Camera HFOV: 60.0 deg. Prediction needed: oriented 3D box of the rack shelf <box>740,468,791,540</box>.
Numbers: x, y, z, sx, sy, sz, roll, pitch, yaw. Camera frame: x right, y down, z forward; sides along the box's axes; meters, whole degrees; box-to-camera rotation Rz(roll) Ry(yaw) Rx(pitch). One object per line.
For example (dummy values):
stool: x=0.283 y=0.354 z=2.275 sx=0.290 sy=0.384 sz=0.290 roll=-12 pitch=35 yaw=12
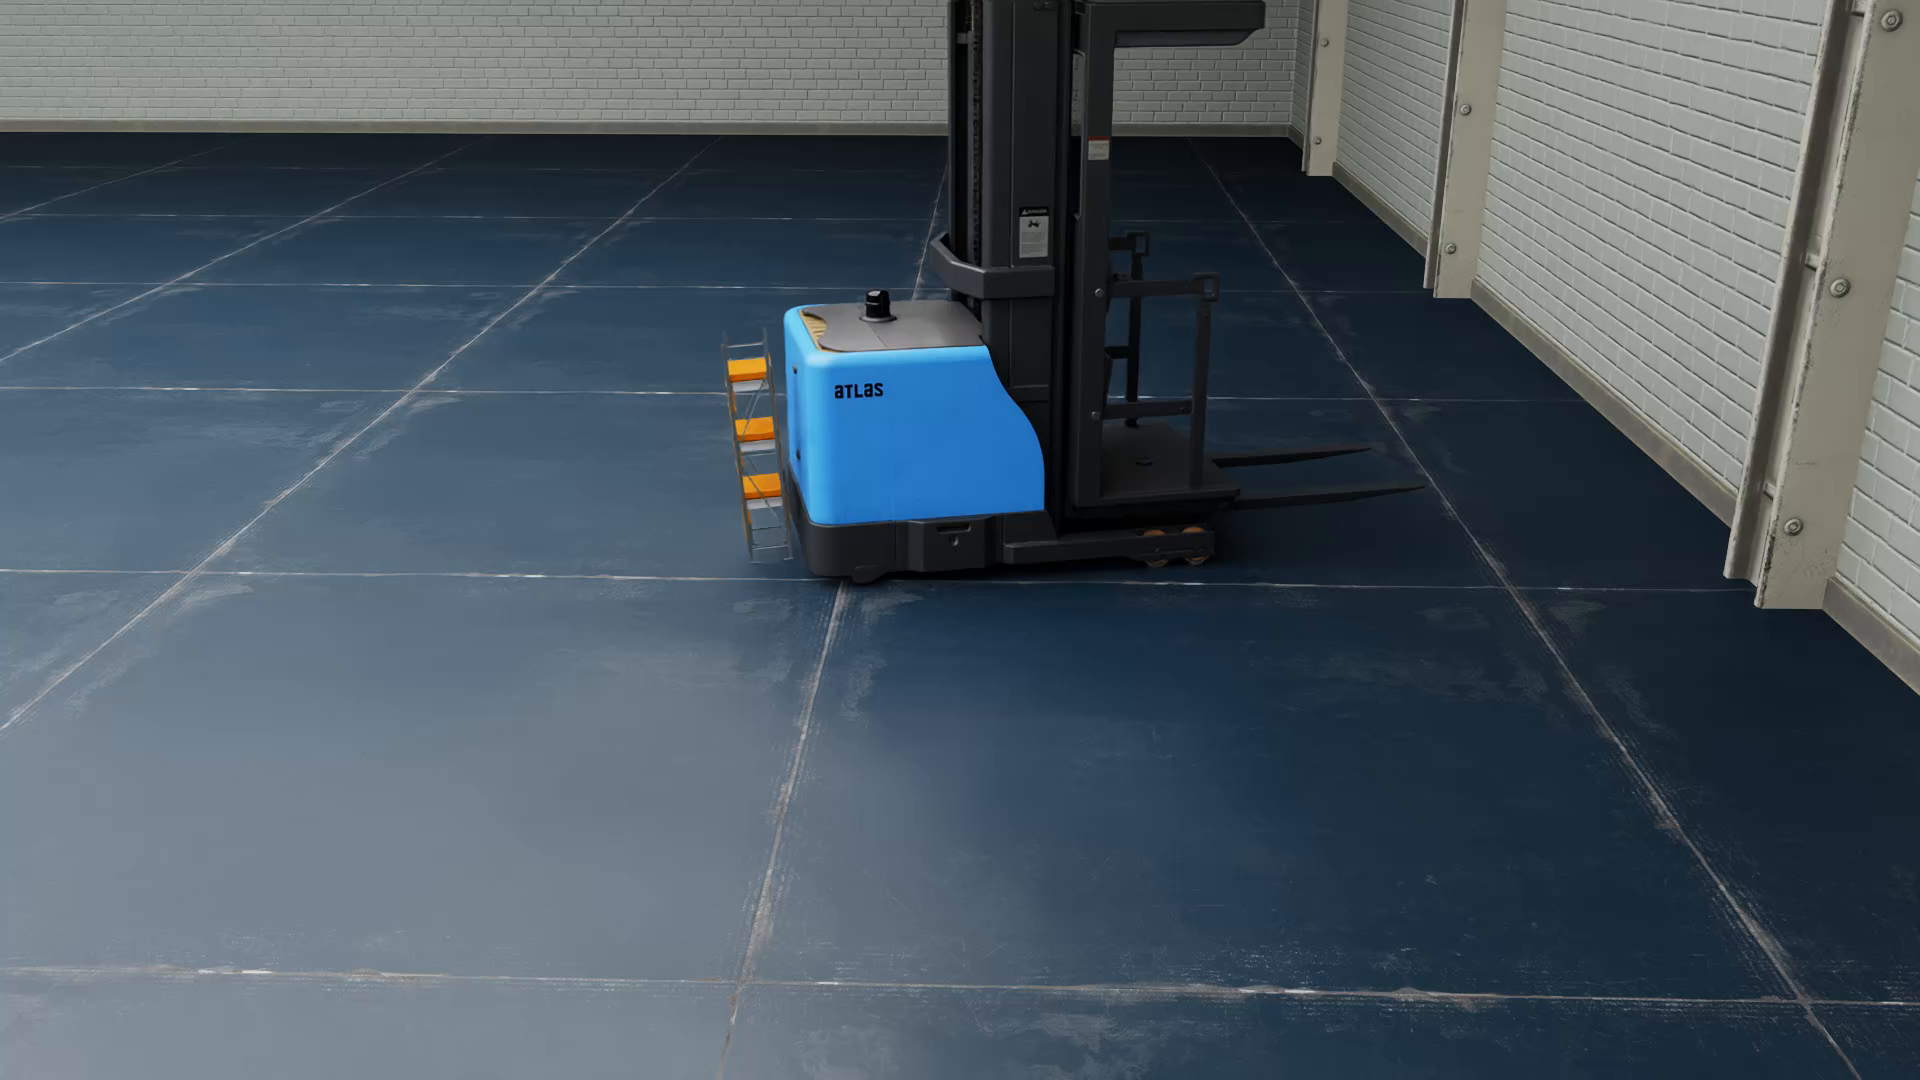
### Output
rack shelf: x=-0.909 y=-0.164 z=7.775 sx=0.215 sy=0.259 sz=0.240 roll=-6 pitch=22 yaw=-5

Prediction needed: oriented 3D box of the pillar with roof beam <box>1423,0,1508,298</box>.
pillar with roof beam: x=-0.473 y=-6.184 z=11.527 sx=9.100 sy=9.000 sz=0.400 roll=1 pitch=21 yaw=2

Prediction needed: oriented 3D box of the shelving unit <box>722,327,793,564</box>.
shelving unit: x=-0.930 y=-0.431 z=7.669 sx=0.215 sy=1.050 sz=0.252 roll=-6 pitch=22 yaw=-5

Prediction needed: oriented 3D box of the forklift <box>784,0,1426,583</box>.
forklift: x=0.718 y=-1.427 z=7.655 sx=3.031 sy=2.935 sz=1.130 roll=-4 pitch=22 yaw=-11

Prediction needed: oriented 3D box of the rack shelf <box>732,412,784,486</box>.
rack shelf: x=-0.930 y=-0.422 z=7.673 sx=0.215 sy=0.259 sz=0.240 roll=-6 pitch=22 yaw=-5

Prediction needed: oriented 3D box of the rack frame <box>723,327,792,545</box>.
rack frame: x=-0.944 y=-0.475 z=7.782 sx=0.200 sy=1.050 sz=0.008 roll=-6 pitch=22 yaw=-5

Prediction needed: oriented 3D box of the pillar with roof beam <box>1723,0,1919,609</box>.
pillar with roof beam: x=-0.655 y=-4.015 z=5.936 sx=9.100 sy=9.000 sz=0.400 roll=1 pitch=21 yaw=2

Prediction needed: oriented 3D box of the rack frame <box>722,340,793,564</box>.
rack frame: x=-0.917 y=-0.388 z=7.556 sx=0.200 sy=1.050 sz=0.008 roll=-6 pitch=22 yaw=-5

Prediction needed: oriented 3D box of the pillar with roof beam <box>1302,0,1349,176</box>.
pillar with roof beam: x=-0.290 y=-8.354 z=17.118 sx=9.100 sy=9.000 sz=0.400 roll=1 pitch=21 yaw=2

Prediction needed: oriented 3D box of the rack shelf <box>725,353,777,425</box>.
rack shelf: x=-0.951 y=-0.685 z=7.568 sx=0.215 sy=0.259 sz=0.240 roll=-6 pitch=22 yaw=-5
